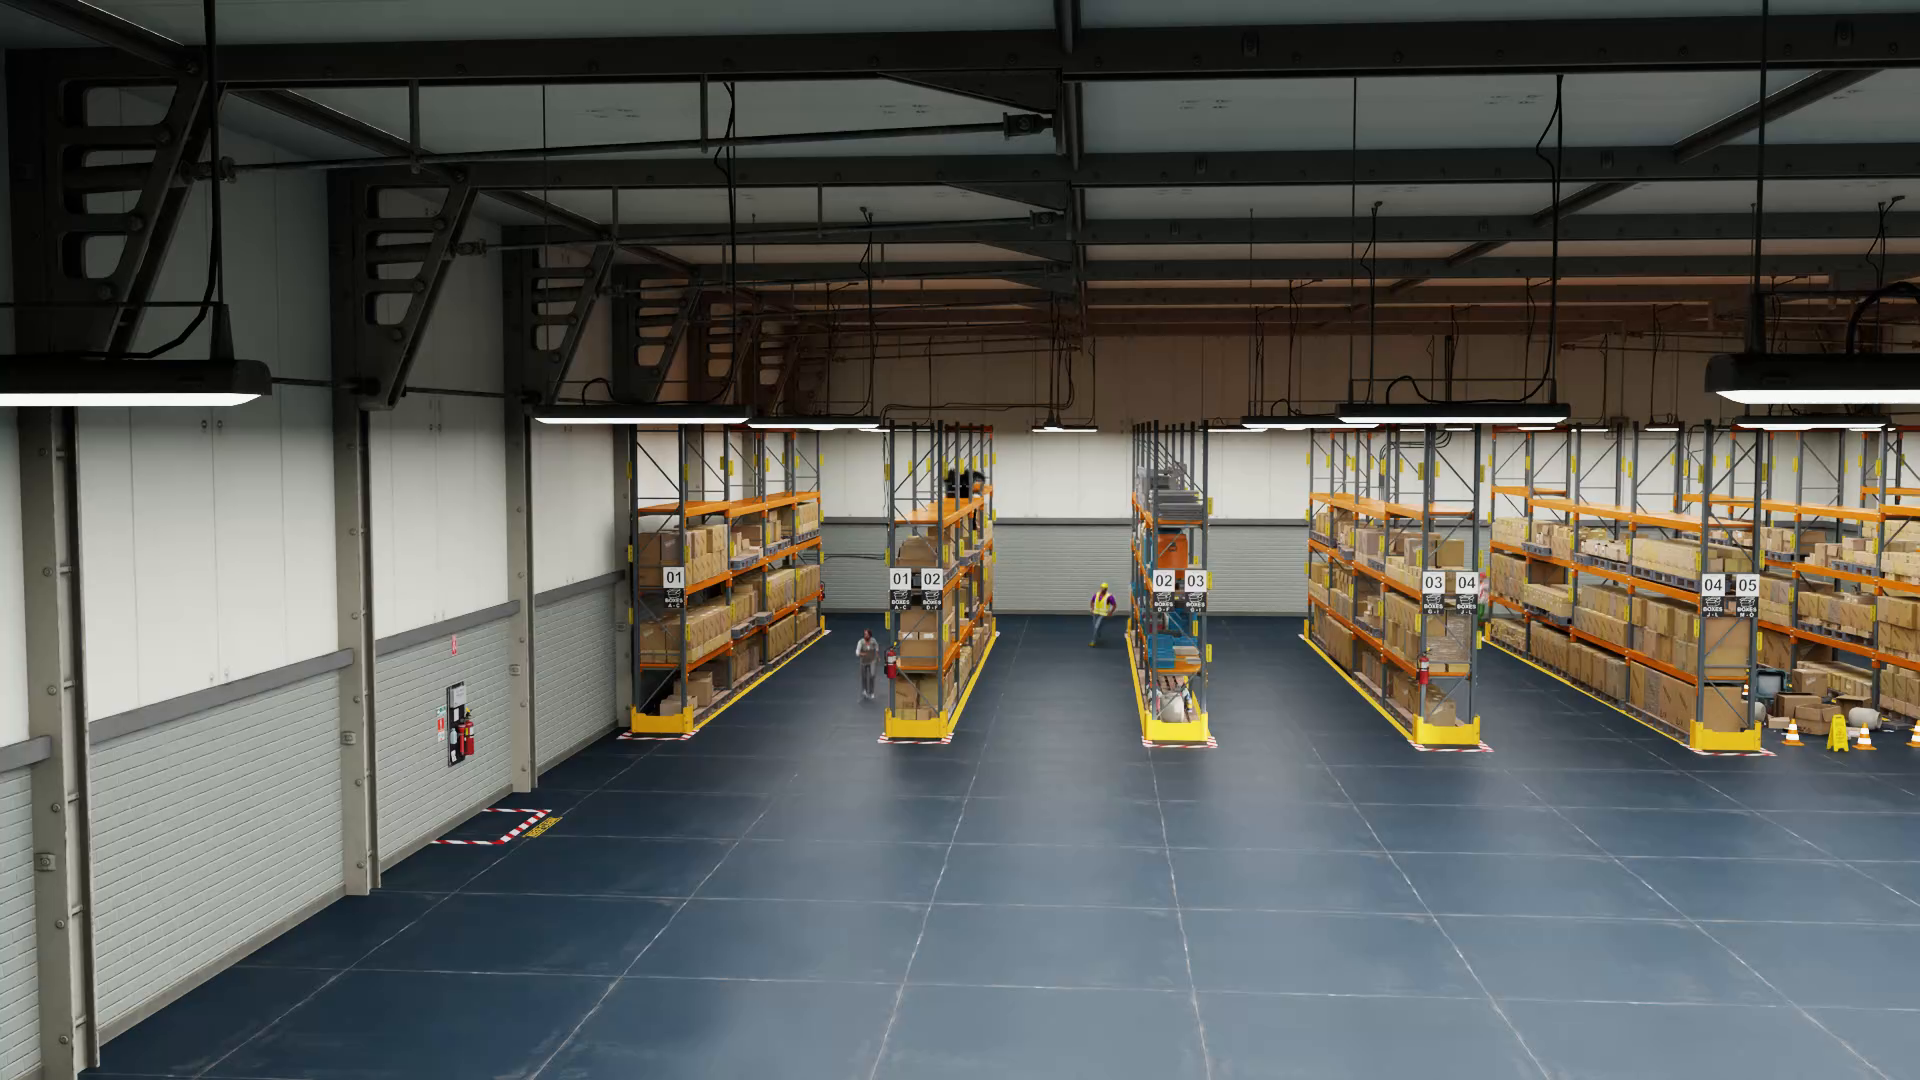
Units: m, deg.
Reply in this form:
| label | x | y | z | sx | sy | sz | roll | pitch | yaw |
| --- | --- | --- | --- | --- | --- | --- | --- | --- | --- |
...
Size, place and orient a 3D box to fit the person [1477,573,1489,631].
| label | x | y | z | sx | sy | sz | roll | pitch | yaw |
| --- | --- | --- | --- | --- | --- | --- | --- | --- | --- |
| person | 14.946 | 1.825 | 47.862 | 0.615 | 1.740 | 0.650 | -3 | 5 | -42 |

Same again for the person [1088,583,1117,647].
| label | x | y | z | sx | sy | sz | roll | pitch | yaw |
| --- | --- | --- | --- | --- | --- | --- | --- | --- | --- |
| person | 3.845 | 2.021 | 44.914 | 0.754 | 1.737 | 0.809 | 2 | 4 | 30 |

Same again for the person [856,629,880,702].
| label | x | y | z | sx | sy | sz | roll | pitch | yaw |
| --- | --- | --- | --- | --- | --- | --- | --- | --- | --- |
| person | -1.986 | 2.676 | 35.862 | 0.539 | 1.567 | 0.915 | 0 | 4 | -6 |

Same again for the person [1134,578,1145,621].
| label | x | y | z | sx | sy | sz | roll | pitch | yaw |
| --- | --- | --- | --- | --- | --- | --- | --- | --- | --- |
| person | 5.238 | 1.855 | 48.322 | 0.585 | 1.648 | 0.606 | 3 | 5 | 38 |
